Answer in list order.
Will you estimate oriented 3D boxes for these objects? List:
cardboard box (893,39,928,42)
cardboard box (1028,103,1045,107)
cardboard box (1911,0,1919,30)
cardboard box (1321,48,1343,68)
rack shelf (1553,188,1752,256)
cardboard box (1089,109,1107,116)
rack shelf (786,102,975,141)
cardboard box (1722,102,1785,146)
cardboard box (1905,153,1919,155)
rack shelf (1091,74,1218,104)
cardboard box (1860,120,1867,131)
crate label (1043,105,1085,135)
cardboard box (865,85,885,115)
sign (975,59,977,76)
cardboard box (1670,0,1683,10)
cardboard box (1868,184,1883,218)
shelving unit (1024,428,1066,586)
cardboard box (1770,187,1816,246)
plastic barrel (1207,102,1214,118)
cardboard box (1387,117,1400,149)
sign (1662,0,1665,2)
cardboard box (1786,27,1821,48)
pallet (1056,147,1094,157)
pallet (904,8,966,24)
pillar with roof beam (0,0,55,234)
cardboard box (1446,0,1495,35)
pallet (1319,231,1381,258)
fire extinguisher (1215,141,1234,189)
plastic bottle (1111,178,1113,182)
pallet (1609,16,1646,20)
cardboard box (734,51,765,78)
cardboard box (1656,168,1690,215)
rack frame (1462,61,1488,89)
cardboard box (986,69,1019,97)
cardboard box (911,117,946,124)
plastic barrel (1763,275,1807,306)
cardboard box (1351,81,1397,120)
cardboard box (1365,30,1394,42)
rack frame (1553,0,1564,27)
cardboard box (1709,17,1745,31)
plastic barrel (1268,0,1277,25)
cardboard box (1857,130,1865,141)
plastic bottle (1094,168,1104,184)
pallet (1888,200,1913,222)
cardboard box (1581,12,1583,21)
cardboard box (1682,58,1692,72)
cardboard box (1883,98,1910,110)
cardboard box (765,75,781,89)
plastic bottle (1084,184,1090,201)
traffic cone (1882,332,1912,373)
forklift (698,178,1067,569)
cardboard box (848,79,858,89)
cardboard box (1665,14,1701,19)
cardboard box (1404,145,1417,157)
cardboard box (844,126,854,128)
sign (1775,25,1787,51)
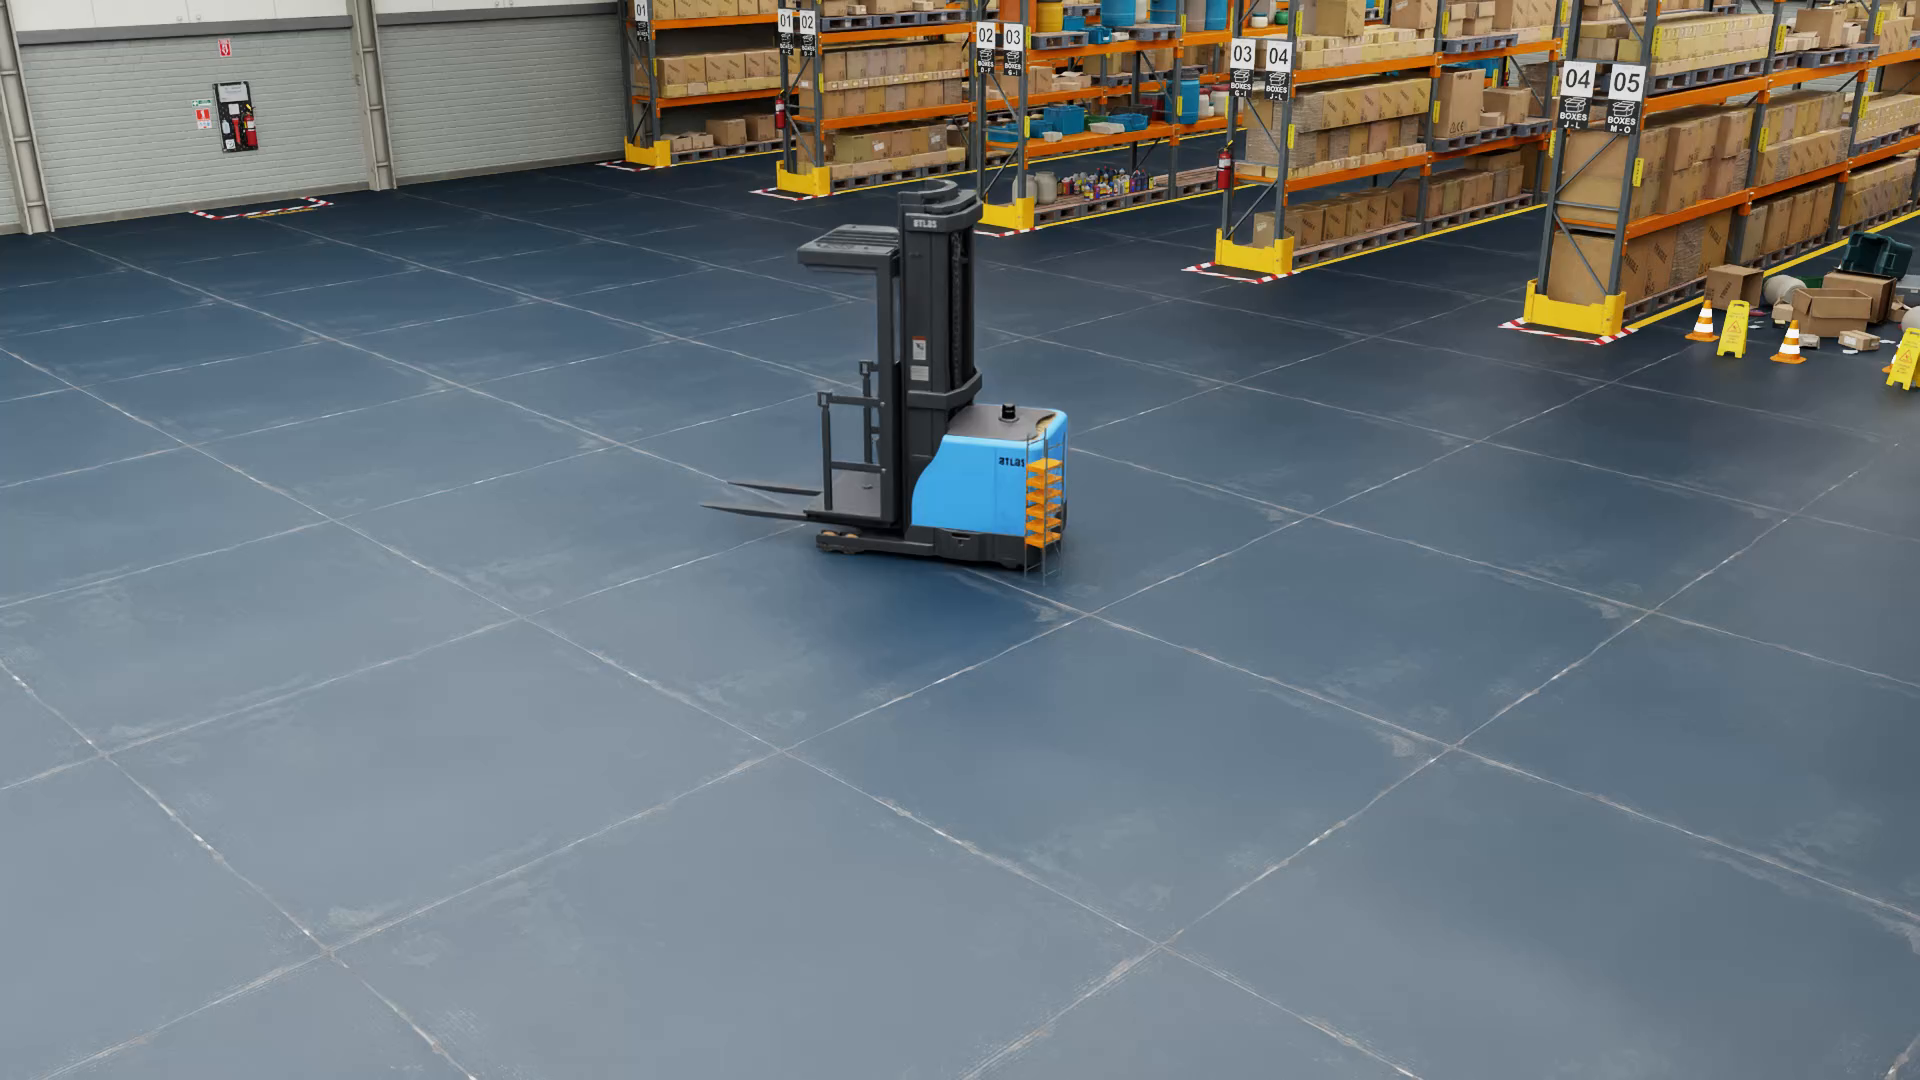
[{"bbox_3d":[-1.160,-11.268,38.319,0.700,0.500,0.500,15,26,35],"label":"cardboard box"},{"bbox_3d":[1.591,-11.161,41.203,0.750,0.750,0.750,20,28,41],"label":"cardboard box"},{"bbox_3d":[15.738,-8.754,27.625,0.700,0.500,0.500,19,28,41],"label":"cardboard box"},{"bbox_3d":[5.103,-6.887,23.702,0.500,0.250,0.500,18,28,39],"label":"cardboard box"},{"bbox_3d":[9.105,-4.275,21.880,1.077,0.370,4.000,19,28,41],"label":"rack shelf"},{"bbox_3d":[3.196,-9.238,36.662,0.500,0.500,0.500,-19,28,-40],"label":"cardboard box"},{"bbox_3d":[-1.473,-8.022,31.630,1.077,0.370,4.000,19,28,41],"label":"rack shelf"},{"bbox_3d":[11.200,-5.900,23.572,0.700,0.500,0.500,19,28,40],"label":"cardboard box"},{"bbox_3d":[17.575,-7.015,30.567,0.250,0.149,0.380,-19,28,-40],"label":"cardboard box"},{"bbox_3d":[4.107,-10.079,36.980,1.077,0.370,4.000,19,28,41],"label":"rack shelf"},{"bbox_3d":[13.959,-6.515,26.055,0.250,0.149,0.380,-18,28,-40],"label":"cardboard box"},{"bbox_3d":[1.768,-7.161,28.336,0.502,0.435,0.616,19,28,41],"label":"crate label"},{"bbox_3d":[-1.820,-8.270,31.132,0.700,0.500,0.500,19,28,41],"label":"cardboard box"},{"bbox_3d":[0.321,-9.175,32.309,0.100,0.325,0.005,19,28,41],"label":"sign"},{"bbox_3d":[13.479,-10.491,32.006,0.500,0.500,0.700,-18,28,-39],"label":"cardboard box"},{"bbox_3d":[14.670,-5.563,27.128,0.500,0.500,0.500,18,28,39],"label":"cardboard box"},{"bbox_3d":[0.658,-0.254,12.924,0.189,1.200,0.258,17,27,37],"label":"shelving unit"},{"bbox_3d":[12.194,-4.939,25.156,0.750,0.750,1.050,-20,28,-41],"label":"cardboard box"},{"bbox_3d":[4.501,-7.869,30.421,0.301,0.262,0.301,0,21,0],"label":"plastic barrel"},{"bbox_3d":[6.285,-6.358,25.742,0.875,0.500,0.500,19,28,41],"label":"cardboard box"},{"bbox_3d":[12.993,-10.103,30.702,0.100,0.325,0.005,19,28,41],"label":"sign"},{"bbox_3d":[11.957,-7.133,23.594,0.396,0.266,0.258,19,28,41],"label":"cardboard box"},{"bbox_3d":[2.110,-8.397,35.489,1.003,0.211,1.213,19,28,41],"label":"pallet"},{"bbox_3d":[-0.655,-10.005,31.729,1.003,0.211,1.213,19,28,41],"label":"pallet"},{"bbox_3d":[-11.839,-8.117,22.513,9.100,9.000,0.400,19,28,41],"label":"pillar with roof beam"},{"bbox_3d":[8.072,-8.375,26.634,0.637,0.503,0.797,-19,28,-40],"label":"cardboard box"},{"bbox_3d":[5.723,-4.594,25.594,1.003,0.211,1.213,19,28,41],"label":"pallet"},{"bbox_3d":[3.816,-5.414,23.948,0.296,0.674,0.183,19,28,41],"label":"fire extinguisher"},{"bbox_3d":[2.673,-6.185,29.019,0.061,0.283,0.133,19,28,41],"label":"plastic bottle"},{"bbox_3d":[11.993,-9.511,30.587,0.805,0.209,1.217,18,27,39],"label":"pallet"},{"bbox_3d":[-4.441,-9.945,34.766,0.500,0.500,0.500,18,28,39],"label":"cardboard box"},{"bbox_3d":[8.785,-4.532,21.339,0.875,0.550,0.550,19,28,41],"label":"cardboard box"},{"bbox_3d":[11.839,-10.716,37.636,1.000,3.000,0.127,19,28,41],"label":"rack frame"},{"bbox_3d":[0.837,-9.248,33.676,0.500,0.500,0.500,-18,27,-38],"label":"cardboard box"},{"bbox_3d":[-0.626,-8.094,33.016,0.500,0.500,0.500,19,28,41],"label":"cardboard box"},{"bbox_3d":[10.808,-3.246,21.793,0.421,0.421,0.512,-2,21,-5],"label":"plastic barrel"},{"bbox_3d":[6.203,-6.602,24.986,0.500,0.500,0.500,19,28,41],"label":"cardboard box"},{"bbox_3d":[6.225,-7.495,24.728,0.250,0.149,0.380,-19,28,-40],"label":"cardboard box"},{"bbox_3d":[9.807,-10.220,27.984,1.000,3.000,0.127,19,28,41],"label":"rack frame"},{"bbox_3d":[9.767,-6.588,21.228,0.380,0.149,0.250,19,28,41],"label":"cardboard box"},{"bbox_3d":[5.822,-10.109,31.719,0.421,0.512,0.421,0,21,0],"label":"plastic barrel"},{"bbox_3d":[13.935,-6.365,26.080,0.250,0.149,0.380,-18,28,-39],"label":"cardboard box"},{"bbox_3d":[2.476,-6.448,29.611,0.144,0.351,0.185,18,27,38],"label":"plastic bottle"},{"bbox_3d":[15.539,-5.679,28.417,1.003,0.211,1.213,19,28,41],"label":"pallet"},{"bbox_3d":[10.720,-9.482,29.519,0.500,0.500,0.500,-18,28,-39],"label":"cardboard box"},{"bbox_3d":[8.707,-5.825,20.355,0.380,0.149,0.250,20,28,41],"label":"cardboard box"},{"bbox_3d":[15.389,-7.183,27.378,0.380,0.149,0.250,19,28,40],"label":"cardboard box"},{"bbox_3d":[-4.097,-9.727,35.243,0.500,0.250,0.500,19,28,41],"label":"cardboard box"},{"bbox_3d":[2.166,-5.923,28.356,0.097,0.271,0.097,0,21,0],"label":"plastic bottle"},{"bbox_3d":[10.703,-2.133,18.840,0.336,0.463,0.334,19,28,41],"label":"traffic cone"},{"bbox_3d":[-0.680,-1.424,13.556,3.031,2.935,1.130,6,22,15],"label":"forklift"},{"bbox_3d":[-2.083,-8.373,30.496,0.380,0.149,0.250,19,28,41],"label":"cardboard box"},{"bbox_3d":[9.472,-6.818,21.826,0.380,0.149,0.250,19,28,40],"label":"cardboard box"},{"bbox_3d":[6.896,-6.084,25.934,0.380,0.149,0.250,19,28,41],"label":"cardboard box"},{"bbox_3d":[-2.804,-9.488,37.313,0.700,0.500,0.500,19,28,40],"label":"cardboard box"},{"bbox_3d":[10.899,-6.664,22.083,0.100,0.325,0.005,19,28,41],"label":"sign"}]
